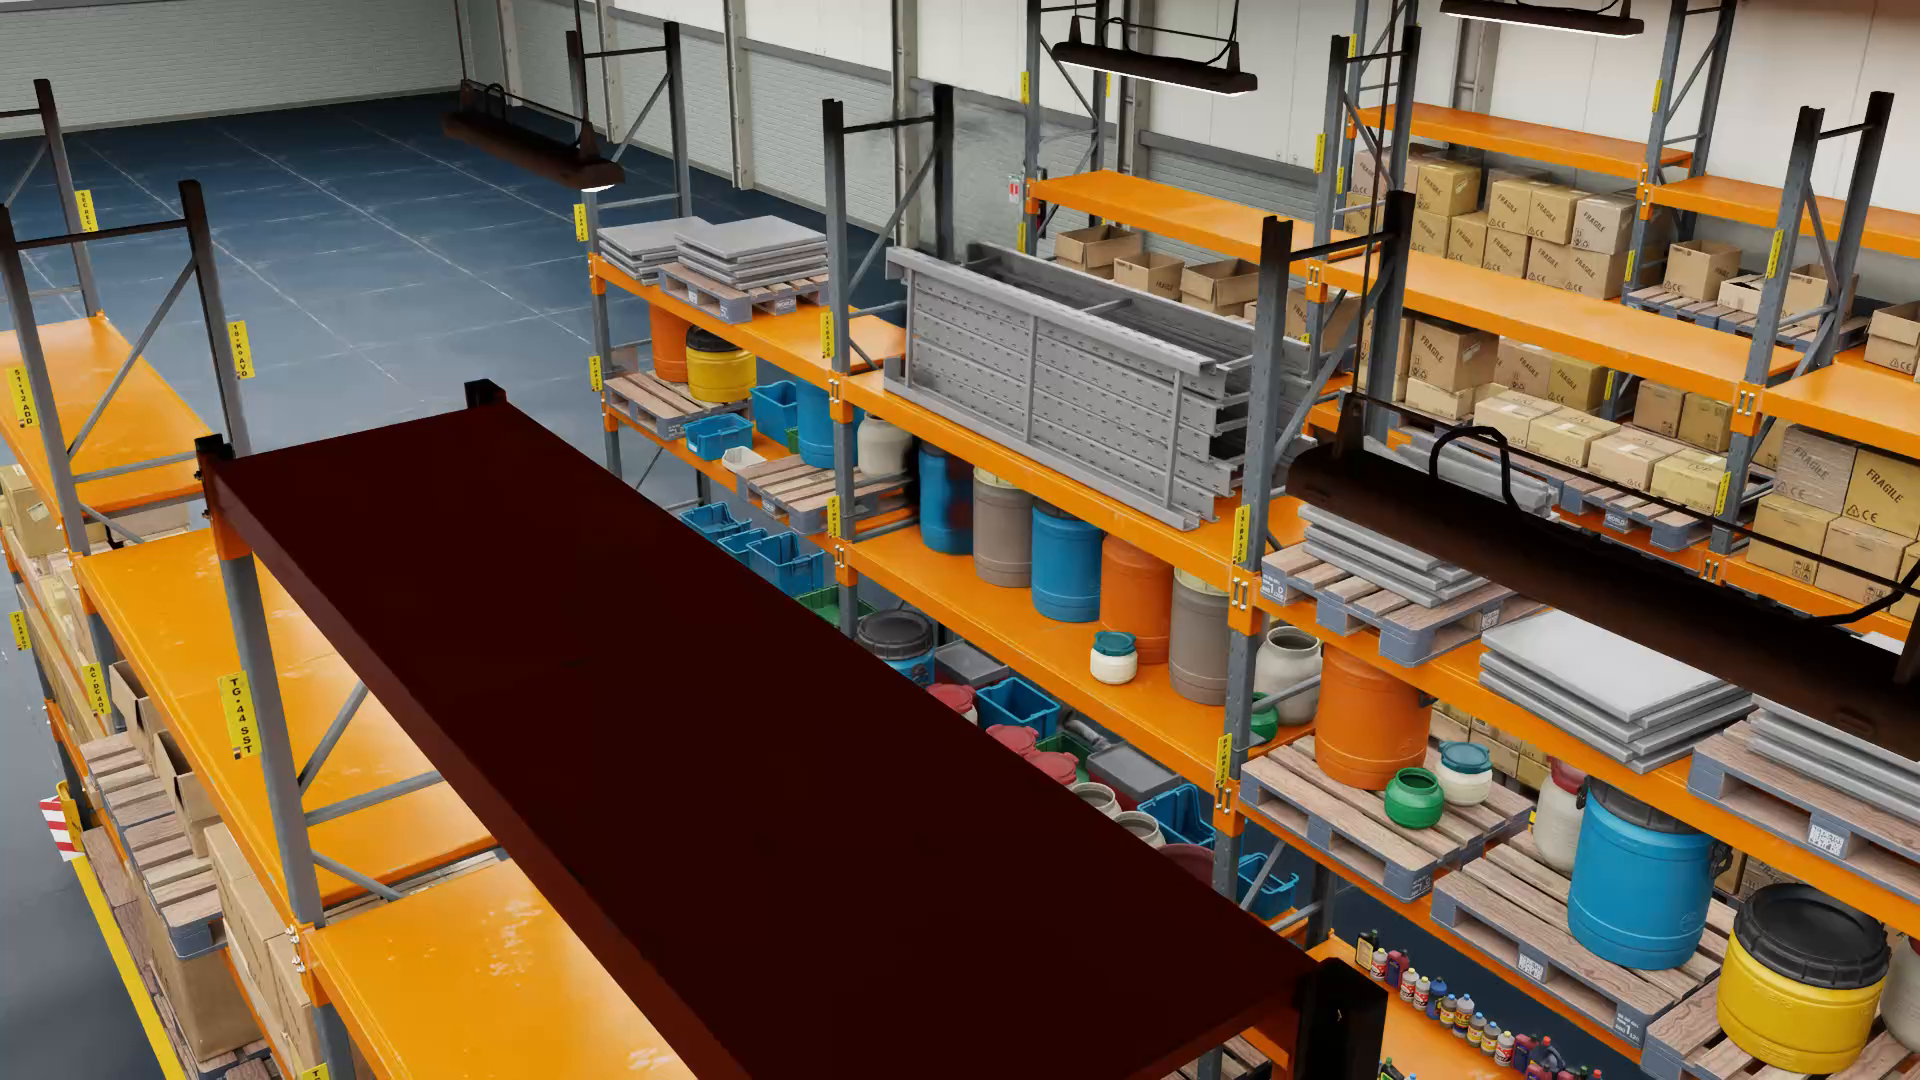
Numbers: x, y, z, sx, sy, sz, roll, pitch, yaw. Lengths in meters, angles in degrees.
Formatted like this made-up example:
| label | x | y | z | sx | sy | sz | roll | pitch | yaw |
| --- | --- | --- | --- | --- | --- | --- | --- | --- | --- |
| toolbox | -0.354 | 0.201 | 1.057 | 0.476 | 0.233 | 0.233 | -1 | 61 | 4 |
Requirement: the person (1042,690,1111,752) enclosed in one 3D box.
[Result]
| label | x | y | z | sx | sy | sz | roll | pitch | yaw |
| --- | --- | --- | --- | --- | --- | --- | --- | --- | --- |
| person | 1.009 | 1.354 | 14.221 | 0.598 | 1.554 | 0.522 | 21 | 32 | 37 |
